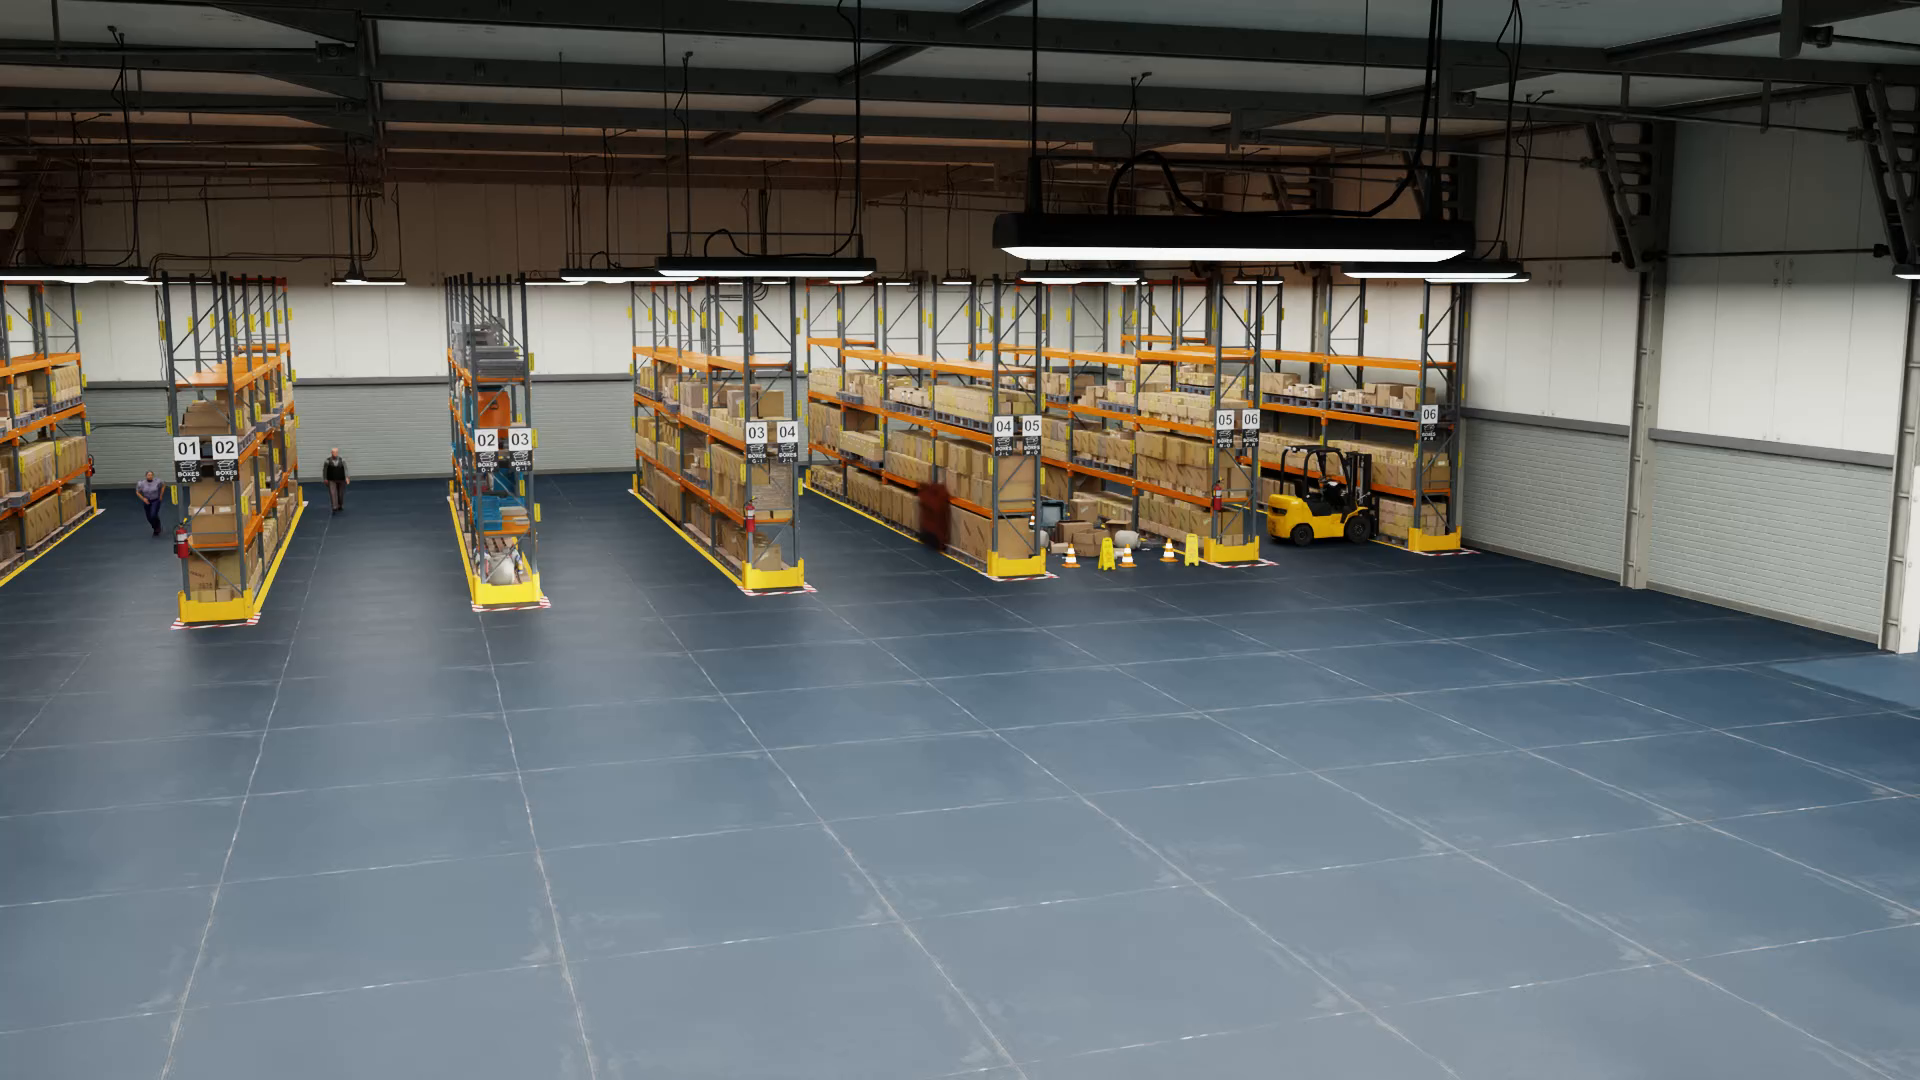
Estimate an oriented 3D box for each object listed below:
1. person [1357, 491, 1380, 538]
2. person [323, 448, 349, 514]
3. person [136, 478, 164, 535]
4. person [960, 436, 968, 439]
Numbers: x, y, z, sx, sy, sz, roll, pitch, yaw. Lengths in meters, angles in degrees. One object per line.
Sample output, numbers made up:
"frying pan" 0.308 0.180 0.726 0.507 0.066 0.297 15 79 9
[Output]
"person" 2.059 -1.438 42.106 15.627 1.654 10.905 -1 9 -9
"person" -15.965 -1.525 42.547 0.611 1.665 1.068 -3 9 -21
"person" -18.818 -0.793 38.759 0.530 1.382 0.662 -1 9 -7
"person" 0.188 -2.994 52.821 0.470 1.480 0.446 -2 9 -16
